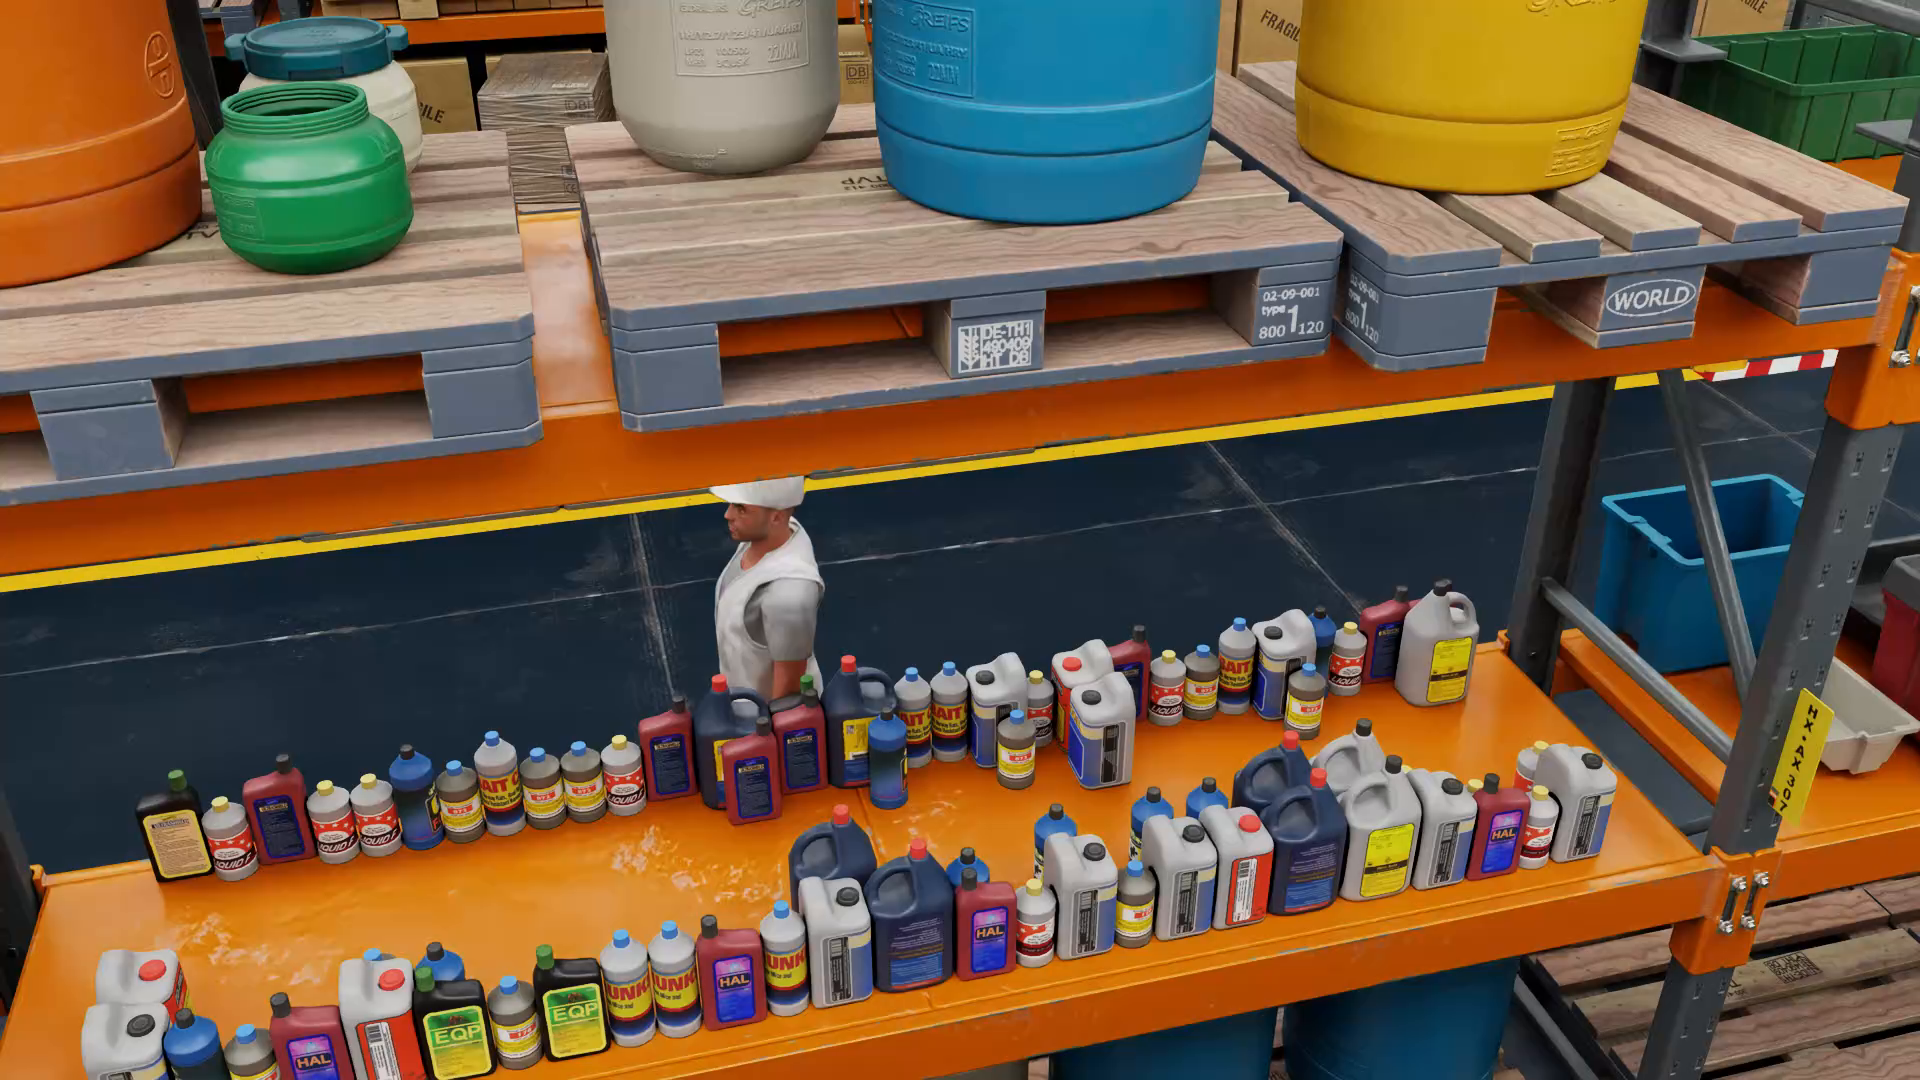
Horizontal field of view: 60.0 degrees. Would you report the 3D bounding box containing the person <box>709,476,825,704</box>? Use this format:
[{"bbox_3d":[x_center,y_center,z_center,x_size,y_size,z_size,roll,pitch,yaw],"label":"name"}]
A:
[{"bbox_3d":[-0.584,0.524,5.193,0.331,1.790,0.523,-7,31,-12],"label":"person"}]
